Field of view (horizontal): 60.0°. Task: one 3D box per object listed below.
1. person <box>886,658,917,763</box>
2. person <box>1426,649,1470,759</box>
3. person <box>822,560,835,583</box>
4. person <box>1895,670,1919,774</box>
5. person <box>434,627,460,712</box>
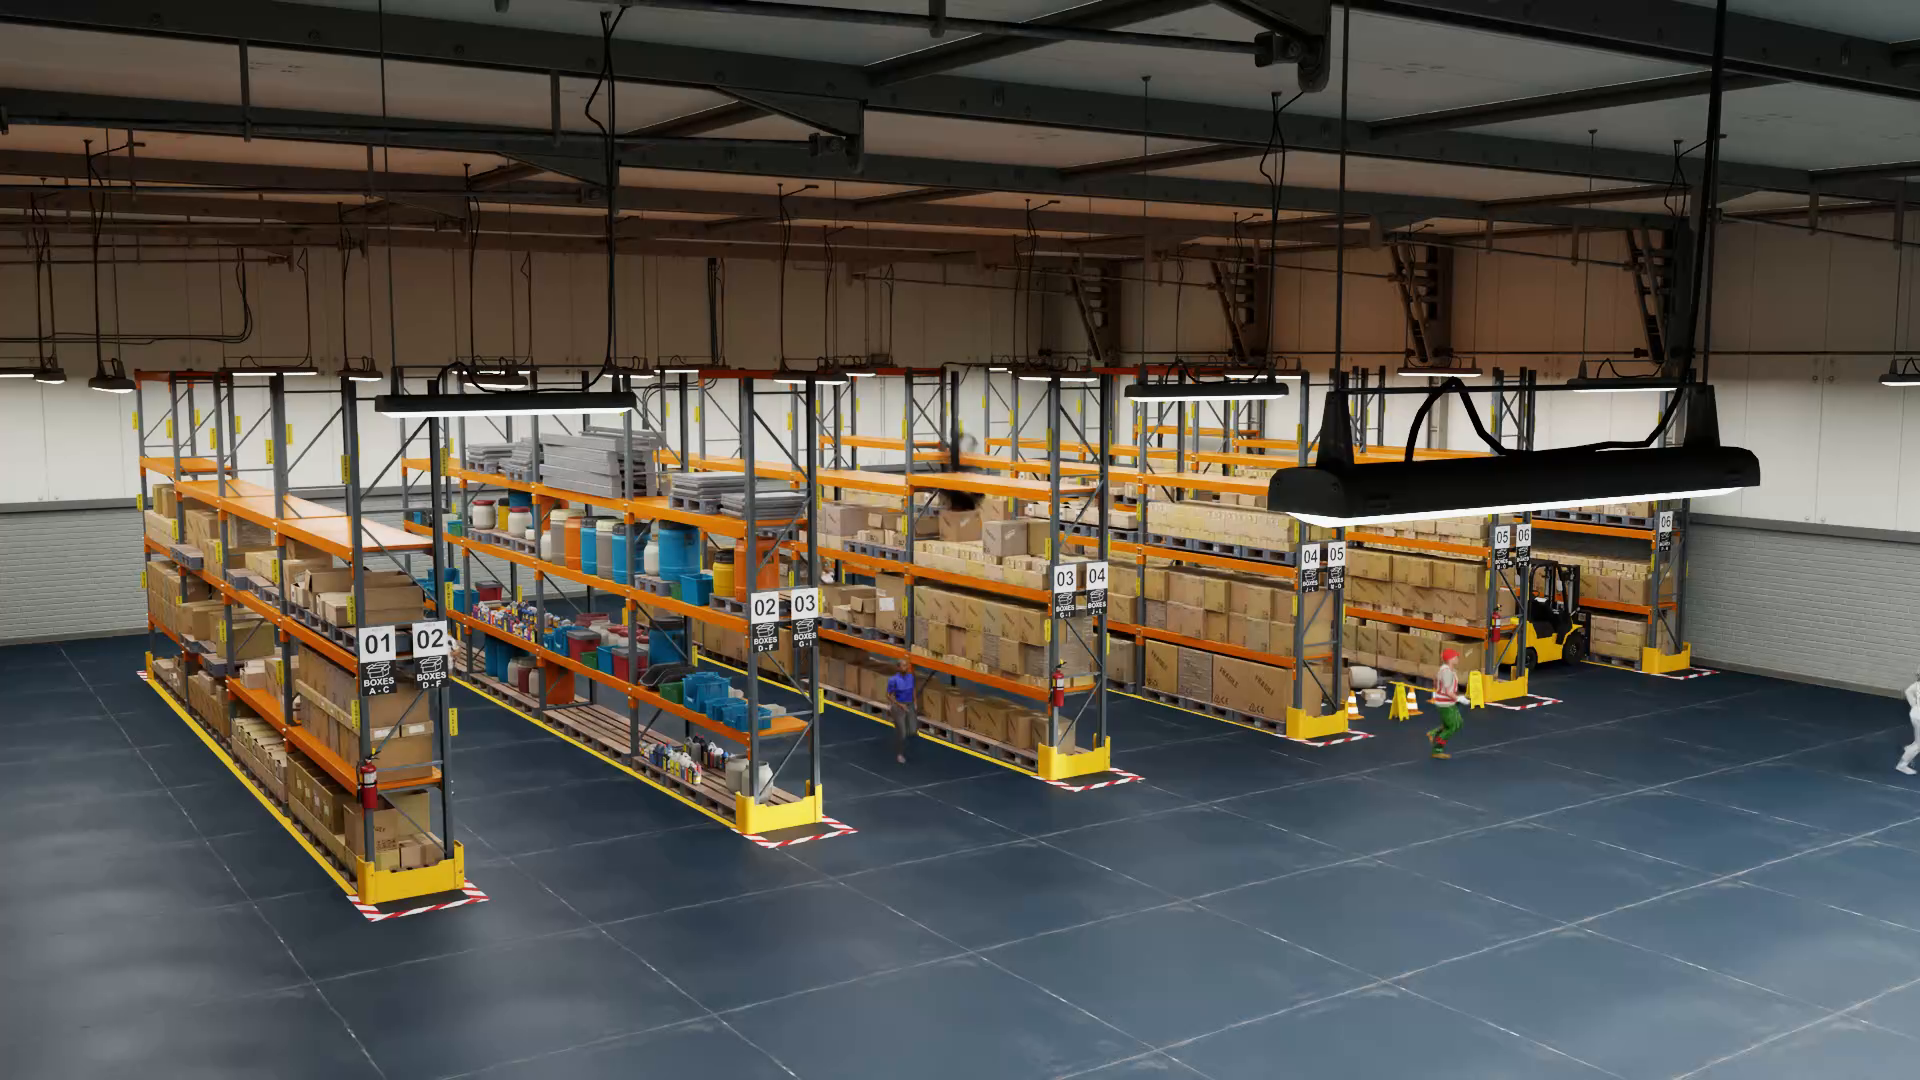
[{"bbox_3d":[-0.873,2.632,25.776,0.608,1.615,0.557,-5,8,-36],"label":"person"},{"bbox_3d":[7.616,2.547,25.937,0.633,1.731,0.661,1,7,12],"label":"person"},{"bbox_3d":[-2.986,1.274,37.601,0.570,1.642,0.624,-4,7,-29],"label":"person"},{"bbox_3d":[14.511,2.693,25.023,0.669,1.658,0.639,3,7,24],"label":"person"},{"bbox_3d":[-8.981,2.251,28.794,0.580,1.711,0.855,-6,9,-41],"label":"person"}]
